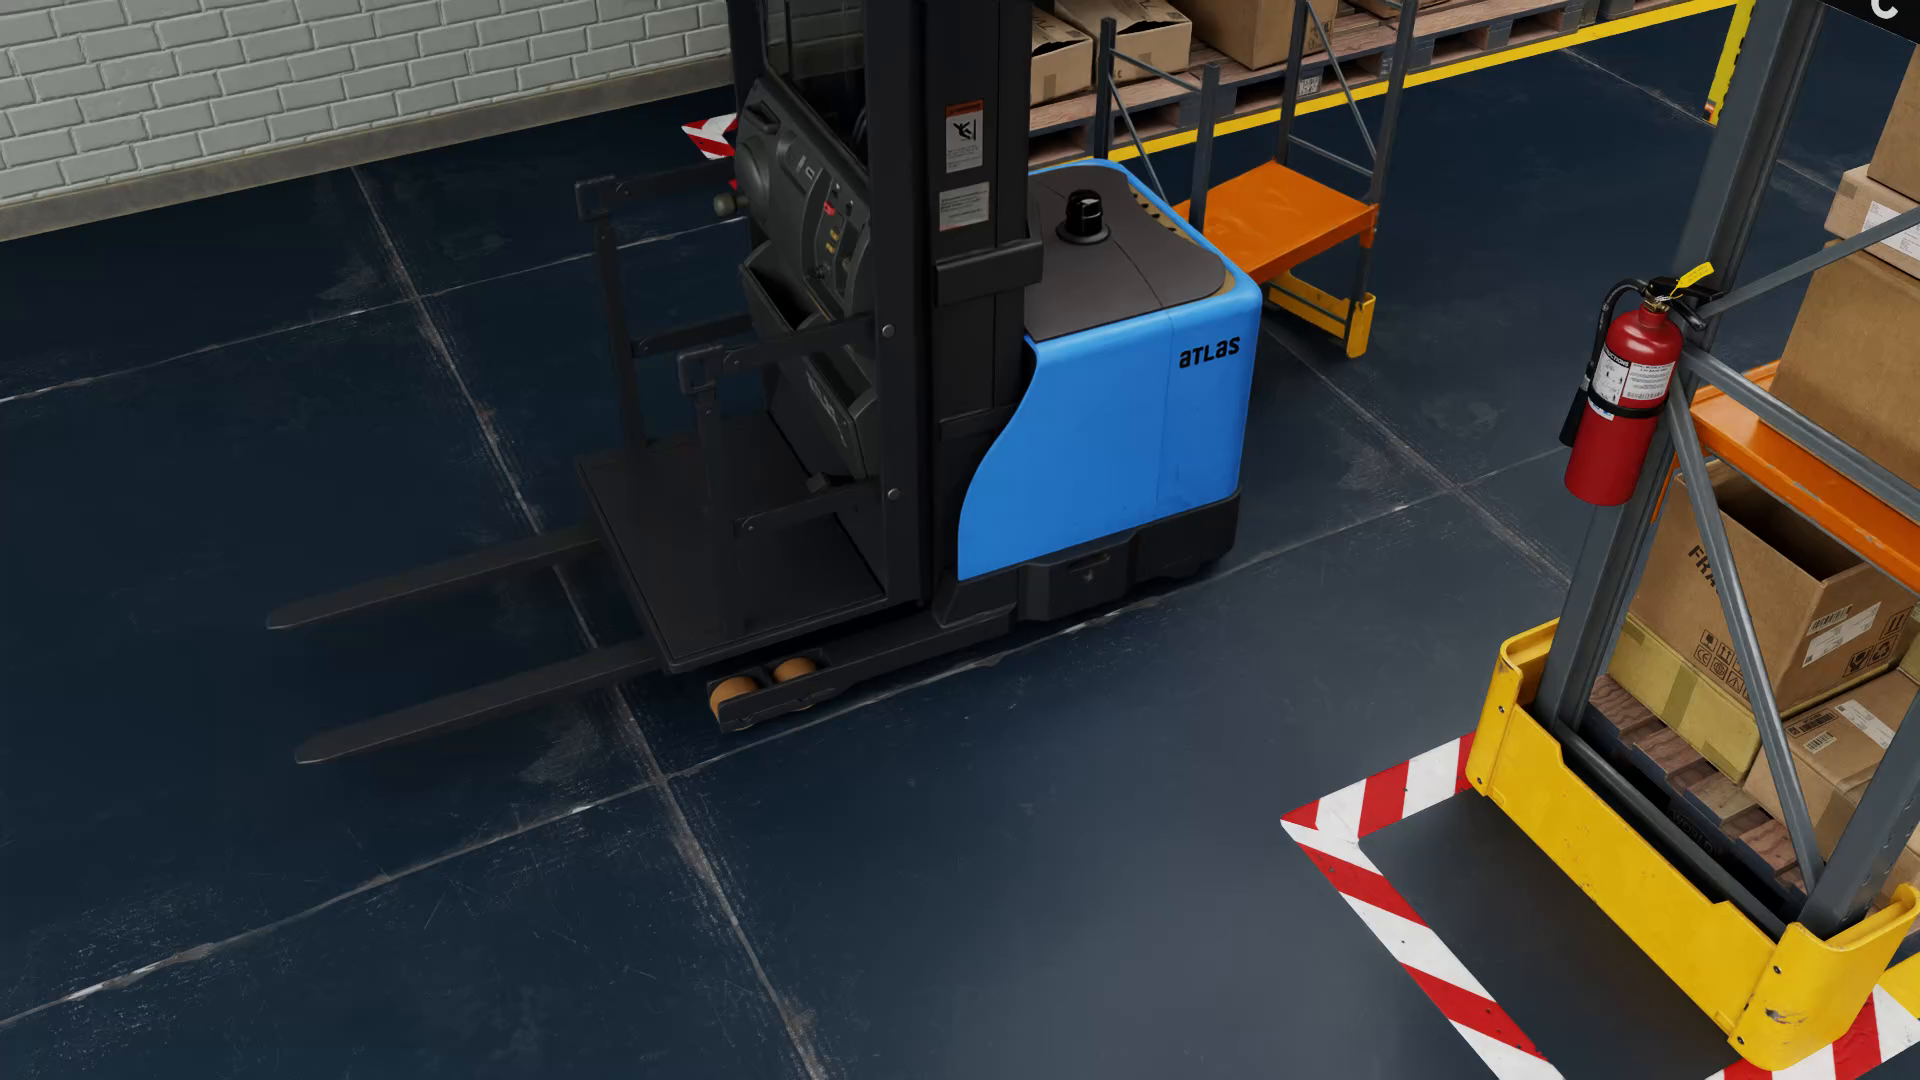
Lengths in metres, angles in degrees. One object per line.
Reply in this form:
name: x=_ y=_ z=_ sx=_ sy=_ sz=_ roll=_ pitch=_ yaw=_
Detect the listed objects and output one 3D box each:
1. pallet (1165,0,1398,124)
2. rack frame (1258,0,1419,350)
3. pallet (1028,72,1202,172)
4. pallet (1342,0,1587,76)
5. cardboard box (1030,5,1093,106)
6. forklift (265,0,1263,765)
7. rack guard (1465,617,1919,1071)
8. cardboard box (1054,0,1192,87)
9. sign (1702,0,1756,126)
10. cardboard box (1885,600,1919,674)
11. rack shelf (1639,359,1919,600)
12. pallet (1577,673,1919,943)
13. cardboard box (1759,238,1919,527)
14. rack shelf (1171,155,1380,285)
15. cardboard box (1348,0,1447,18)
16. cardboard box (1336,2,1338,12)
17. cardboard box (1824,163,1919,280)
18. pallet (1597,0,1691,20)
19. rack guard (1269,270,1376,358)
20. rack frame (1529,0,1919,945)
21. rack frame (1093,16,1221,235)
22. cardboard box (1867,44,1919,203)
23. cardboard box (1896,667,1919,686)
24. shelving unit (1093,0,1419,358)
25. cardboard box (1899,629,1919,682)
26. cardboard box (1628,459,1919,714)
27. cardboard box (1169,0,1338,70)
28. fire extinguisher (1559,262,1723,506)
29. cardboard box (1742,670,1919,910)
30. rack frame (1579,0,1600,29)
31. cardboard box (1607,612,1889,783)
pallet: x=1.512 y=-2.569 z=8.622 sx=1.213 sy=0.211 sz=1.003 roll=-19 pitch=44 yaw=-21
rack frame: x=1.405 y=-1.451 z=6.303 sx=0.032 sy=1.500 sz=0.500 roll=-29 pitch=48 yaw=-30
pallet: x=0.432 y=-2.208 z=8.195 sx=1.213 sy=0.211 sz=1.003 roll=-19 pitch=44 yaw=-21
pallet: x=2.596 y=-2.936 z=9.055 sx=1.213 sy=0.211 sz=1.003 roll=-19 pitch=44 yaw=-21
cardboard box: x=0.283 y=-2.324 z=7.914 sx=0.500 sy=0.311 sz=0.500 roll=-24 pitch=46 yaw=-25
forklift: x=-0.628 y=-0.929 z=4.579 sx=3.031 sy=2.935 sz=1.130 roll=-17 pitch=43 yaw=-19
rack guard: x=1.898 y=0.771 z=4.452 sx=0.348 sy=0.500 sz=1.175 roll=-19 pitch=44 yaw=-21
cardboard box: x=0.788 y=-2.494 z=8.115 sx=0.500 sy=0.311 sz=0.500 roll=-15 pitch=43 yaw=-17
sign: x=1.681 y=-1.037 z=3.574 sx=0.005 sy=0.325 sz=0.100 roll=-19 pitch=44 yaw=-21
cardboard box: x=2.696 y=0.214 z=4.979 sx=0.500 sy=0.250 sz=0.500 roll=-19 pitch=44 yaw=-21
rack shelf: x=3.693 y=-0.512 z=4.590 sx=4.000 sy=0.370 sz=1.077 roll=-19 pitch=44 yaw=-21
pallet: x=2.578 y=0.622 z=4.851 sx=1.213 sy=0.211 sz=1.003 roll=-19 pitch=44 yaw=-21
cardboard box: x=2.339 y=-0.360 z=3.776 sx=0.500 sy=0.500 sz=0.700 roll=-19 pitch=44 yaw=-21
rack shelf: x=1.021 y=-1.099 z=6.165 sx=1.000 sy=0.185 sz=0.538 roll=-29 pitch=48 yaw=-30
cardboard box: x=2.273 y=-3.102 z=8.687 sx=0.500 sy=0.500 sz=0.500 roll=-22 pitch=45 yaw=-24
cardboard box: x=1.747 y=-2.835 z=8.644 sx=0.250 sy=0.149 sz=0.380 roll=-22 pitch=45 yaw=-24
cardboard box: x=2.170 y=-0.699 z=3.674 sx=0.250 sy=0.149 sz=0.380 roll=-19 pitch=44 yaw=-21
pallet: x=3.865 y=-3.390 z=9.591 sx=1.213 sy=0.211 sz=1.003 roll=-19 pitch=44 yaw=-21
rack guard: x=1.404 y=-0.973 z=6.707 sx=0.087 sy=0.250 sz=0.587 roll=-29 pitch=48 yaw=-30
rack frame: x=1.919 y=-0.190 z=3.653 sx=0.127 sy=3.000 sz=1.000 roll=-19 pitch=44 yaw=-21
rack frame: x=0.637 y=-1.021 z=5.795 sx=0.032 sy=1.500 sz=0.500 roll=-29 pitch=48 yaw=-30
cardboard box: x=2.386 y=-0.871 z=3.376 sx=0.500 sy=0.500 sz=0.700 roll=-18 pitch=44 yaw=-20
cardboard box: x=2.939 y=0.515 z=4.623 sx=0.500 sy=0.250 sz=0.500 roll=-19 pitch=44 yaw=-21
shelving unit: x=1.028 y=-1.240 z=6.054 sx=1.083 sy=1.500 sz=0.587 roll=-29 pitch=48 yaw=-30
cardboard box: x=2.940 y=0.230 z=4.379 sx=0.500 sy=0.500 sz=0.500 roll=-19 pitch=44 yaw=-21
cardboard box: x=2.257 y=0.083 z=4.553 sx=0.500 sy=0.500 sz=0.500 roll=-19 pitch=44 yaw=-21
cardboard box: x=1.462 y=-2.756 z=8.279 sx=0.500 sy=0.500 sz=0.700 roll=-21 pitch=45 yaw=-23
fire extinguisher: x=1.599 y=-0.391 z=3.950 sx=0.183 sy=0.674 sz=0.296 roll=-19 pitch=44 yaw=-21
cardboard box: x=2.497 y=0.667 z=4.444 sx=0.500 sy=0.250 sz=0.500 roll=-19 pitch=44 yaw=-21
rack frame: x=3.175 y=-4.221 z=8.415 sx=0.127 sy=3.000 sz=1.000 roll=-19 pitch=44 yaw=-21
cardboard box: x=2.258 y=0.370 z=4.794 sx=0.500 sy=0.250 sz=0.500 roll=-19 pitch=44 yaw=-21
